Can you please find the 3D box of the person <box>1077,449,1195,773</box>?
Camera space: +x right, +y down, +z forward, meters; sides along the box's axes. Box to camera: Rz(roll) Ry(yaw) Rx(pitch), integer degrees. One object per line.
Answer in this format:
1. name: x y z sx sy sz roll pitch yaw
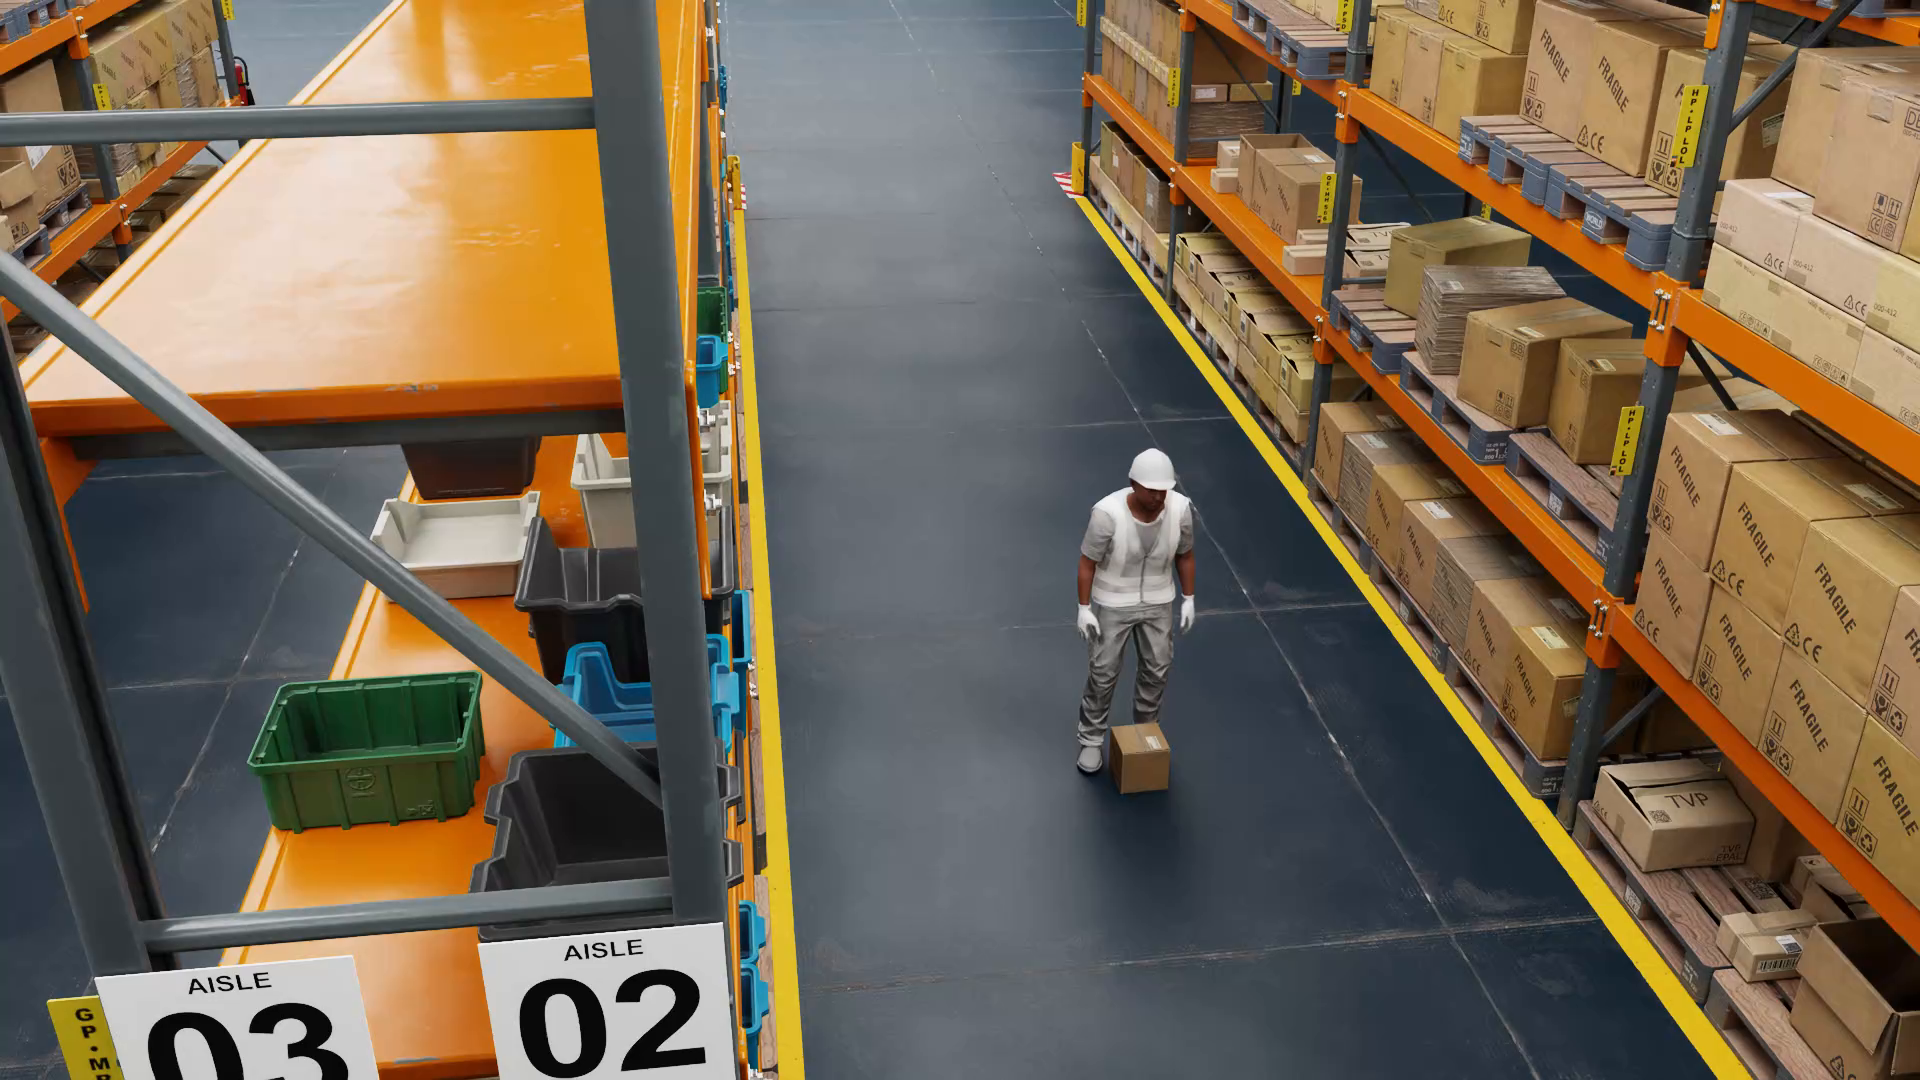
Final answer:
1. person: 0.892 0.341 8.420 0.629 1.775 0.446 -5 27 -10
